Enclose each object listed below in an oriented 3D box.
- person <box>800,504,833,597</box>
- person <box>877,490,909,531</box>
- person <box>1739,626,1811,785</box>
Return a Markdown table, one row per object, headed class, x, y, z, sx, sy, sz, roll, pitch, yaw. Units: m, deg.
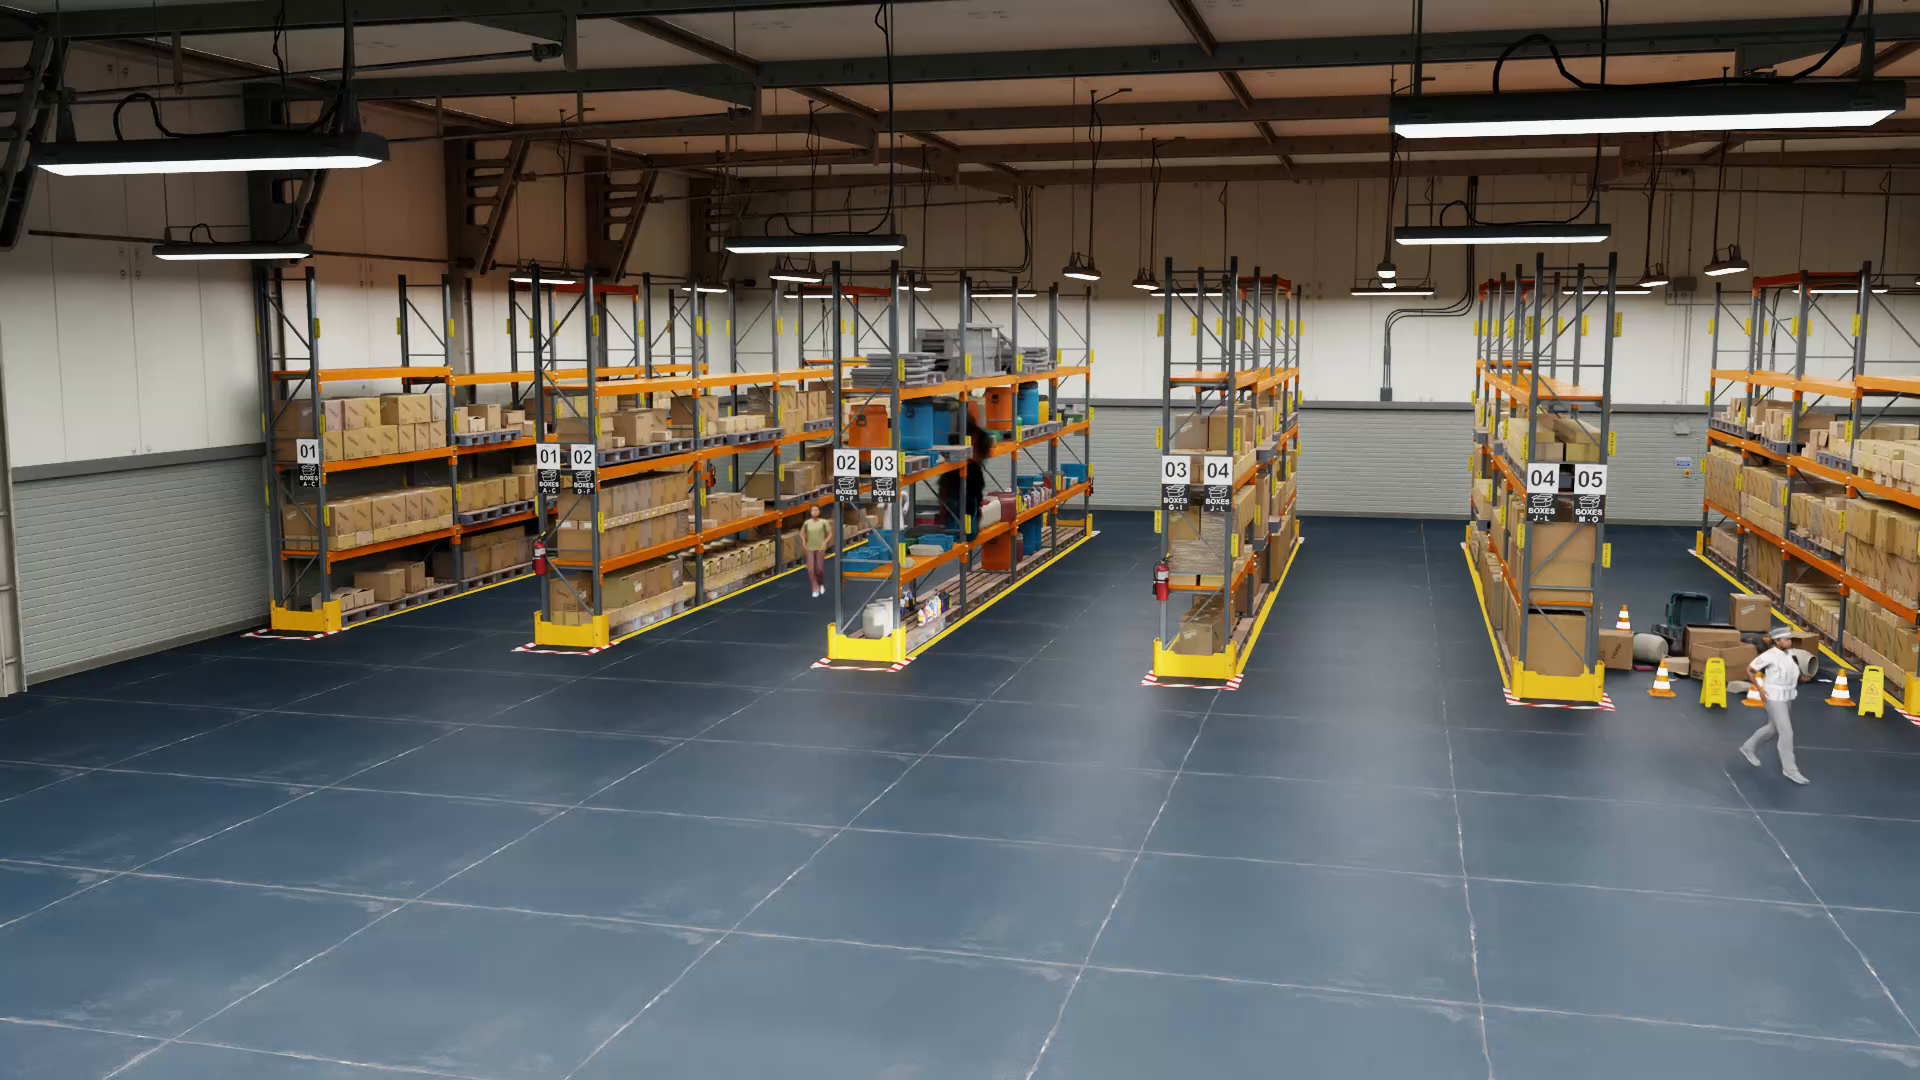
| class | x | y | z | sx | sy | sz | roll | pitch | yaw |
| --- | --- | --- | --- | --- | --- | --- | --- | --- | --- |
| person | -2.549 | 0.182 | 29.357 | 0.578 | 1.631 | 0.519 | 1 | 7 | 4 |
| person | -1.426 | -0.389 | 35.534 | 0.692 | 1.841 | 0.842 | 1 | 7 | 5 |
| person | 9.134 | 1.795 | 18.582 | 0.568 | 1.710 | 0.908 | -5 | 9 | -33 |
